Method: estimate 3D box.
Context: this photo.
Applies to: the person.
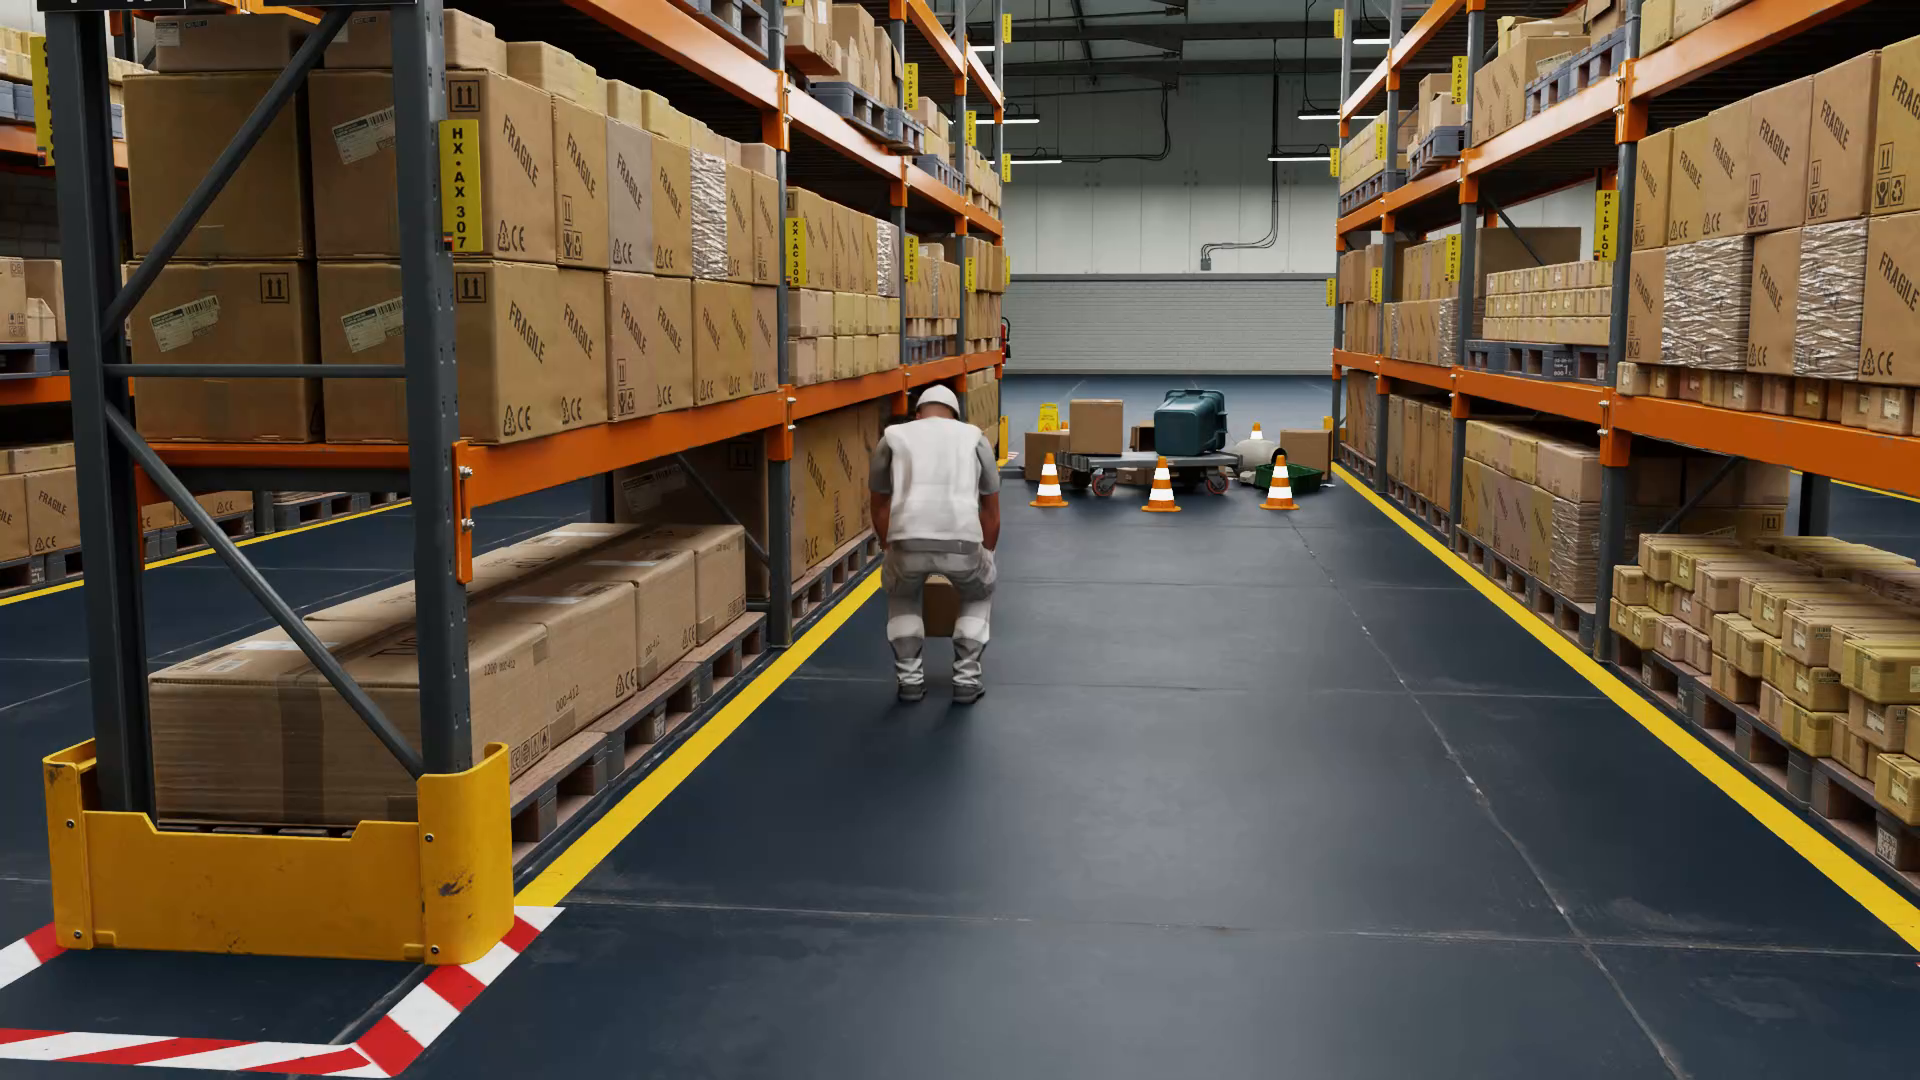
[{"bbox_3d":[-0.125,0.009,7.302,0.585,1.354,0.793,1,8,6],"label":"person"}]
